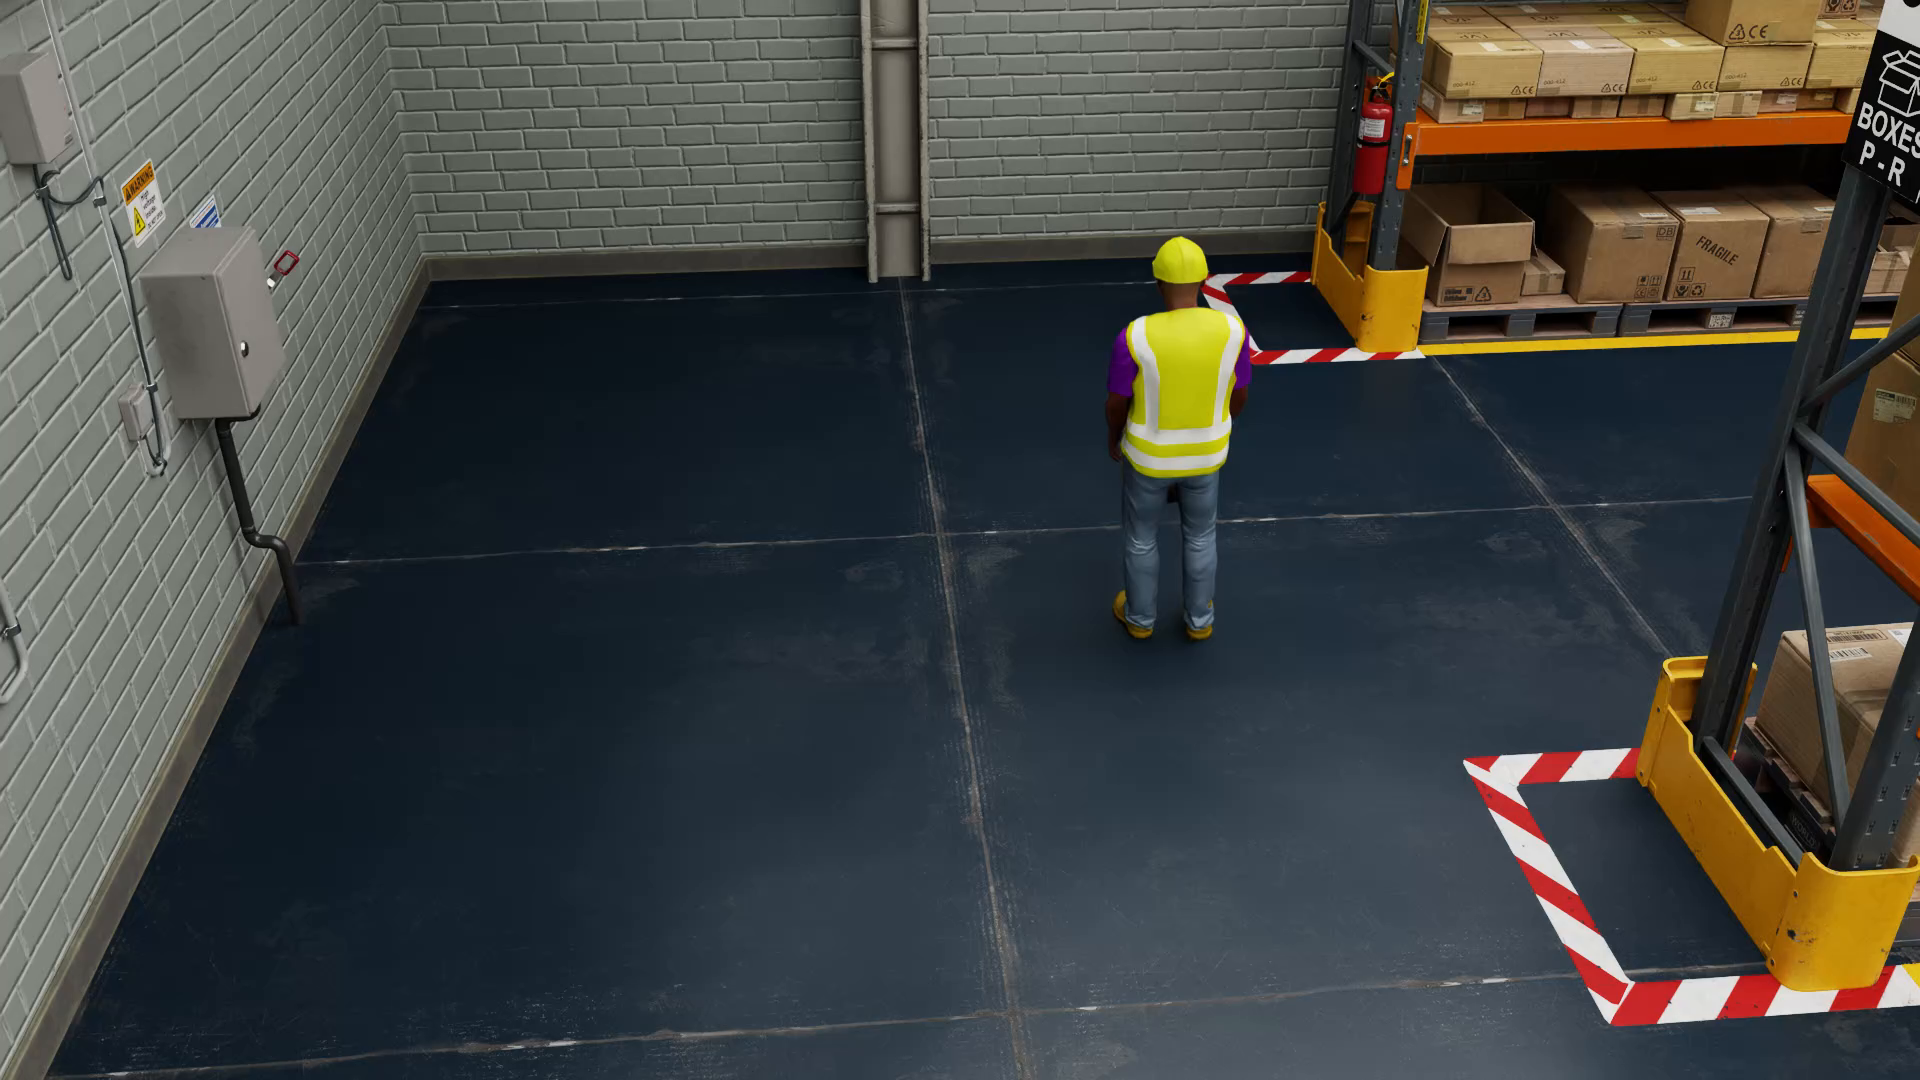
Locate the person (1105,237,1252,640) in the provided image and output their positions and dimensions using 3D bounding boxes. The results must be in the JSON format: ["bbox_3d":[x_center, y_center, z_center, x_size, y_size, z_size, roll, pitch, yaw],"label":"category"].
[{"bbox_3d":[0.856,-0.375,6.736,0.580,1.767,0.456,-3,31,-6],"label":"person"}]
